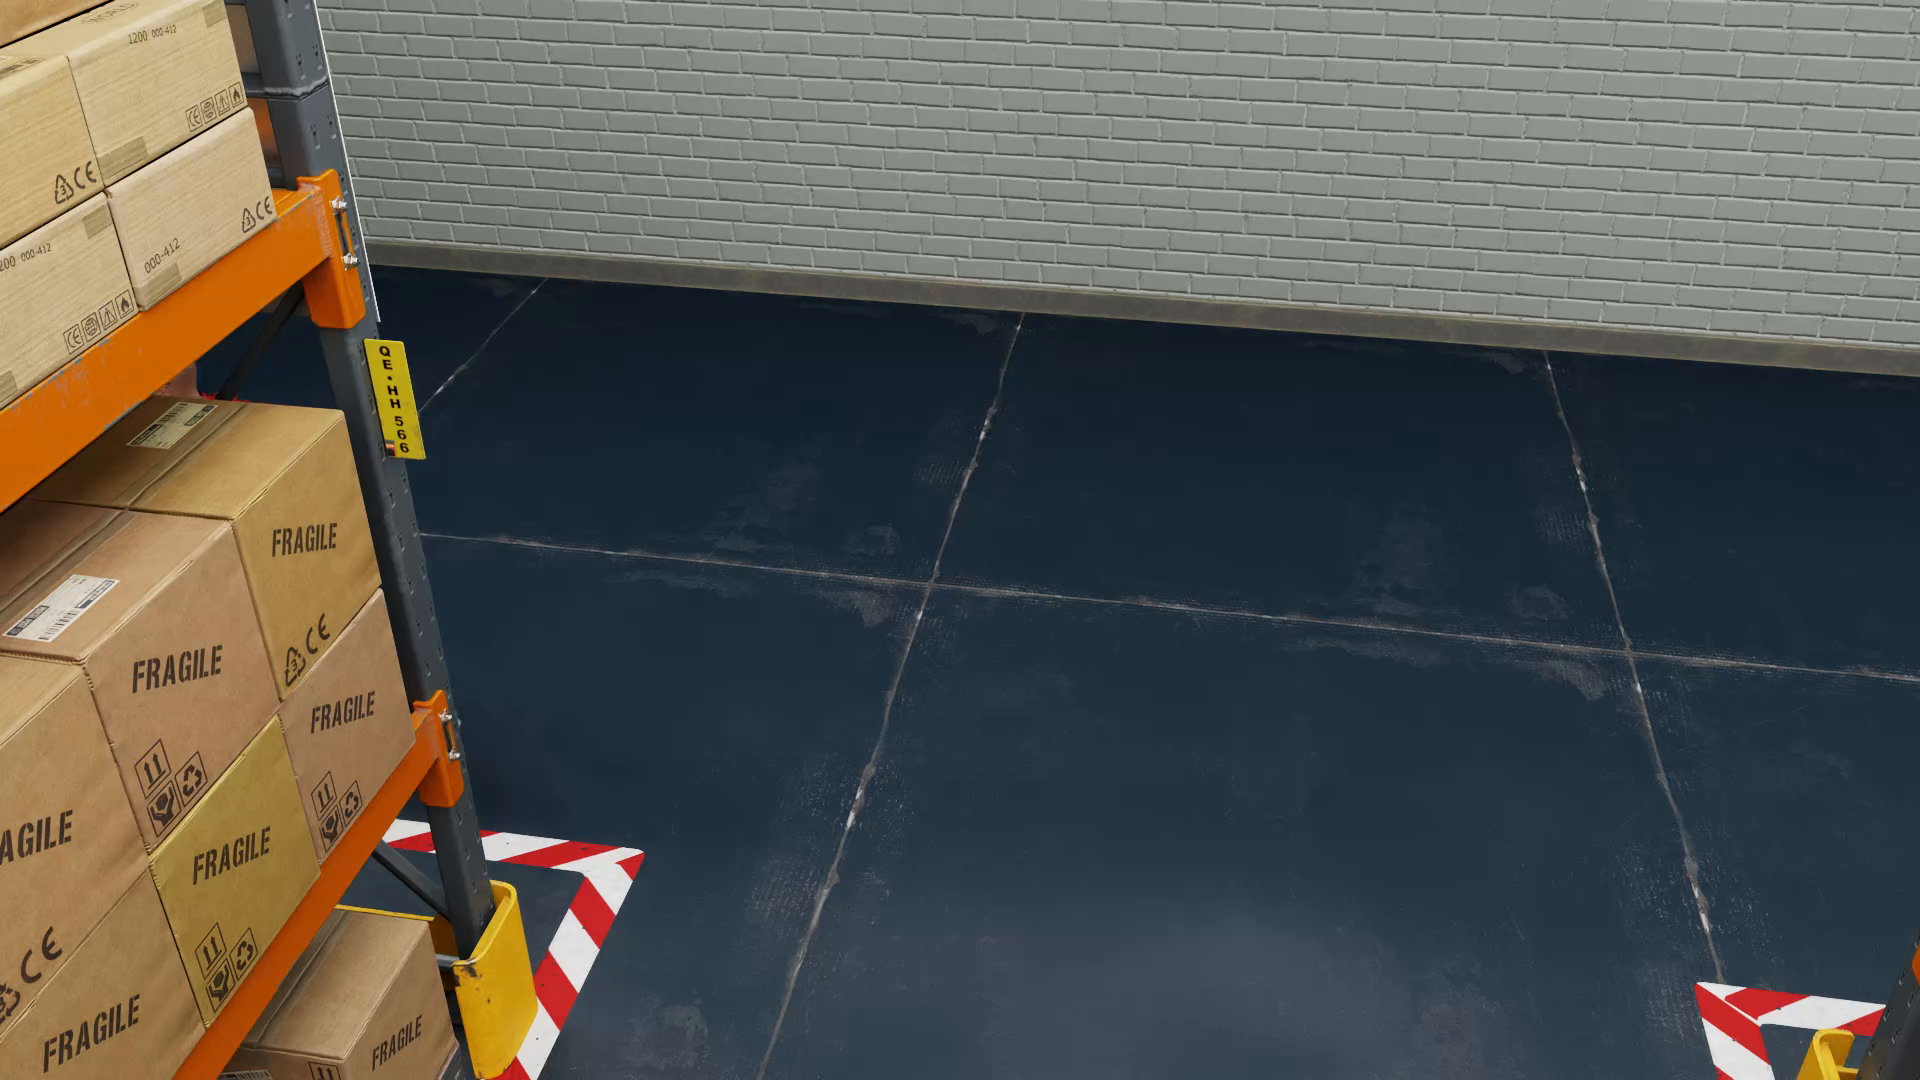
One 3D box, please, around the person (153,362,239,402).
[{"bbox_3d":[-2.650,0.028,6.006,0.786,1.602,0.578,7,33,10],"label":"person"}]
